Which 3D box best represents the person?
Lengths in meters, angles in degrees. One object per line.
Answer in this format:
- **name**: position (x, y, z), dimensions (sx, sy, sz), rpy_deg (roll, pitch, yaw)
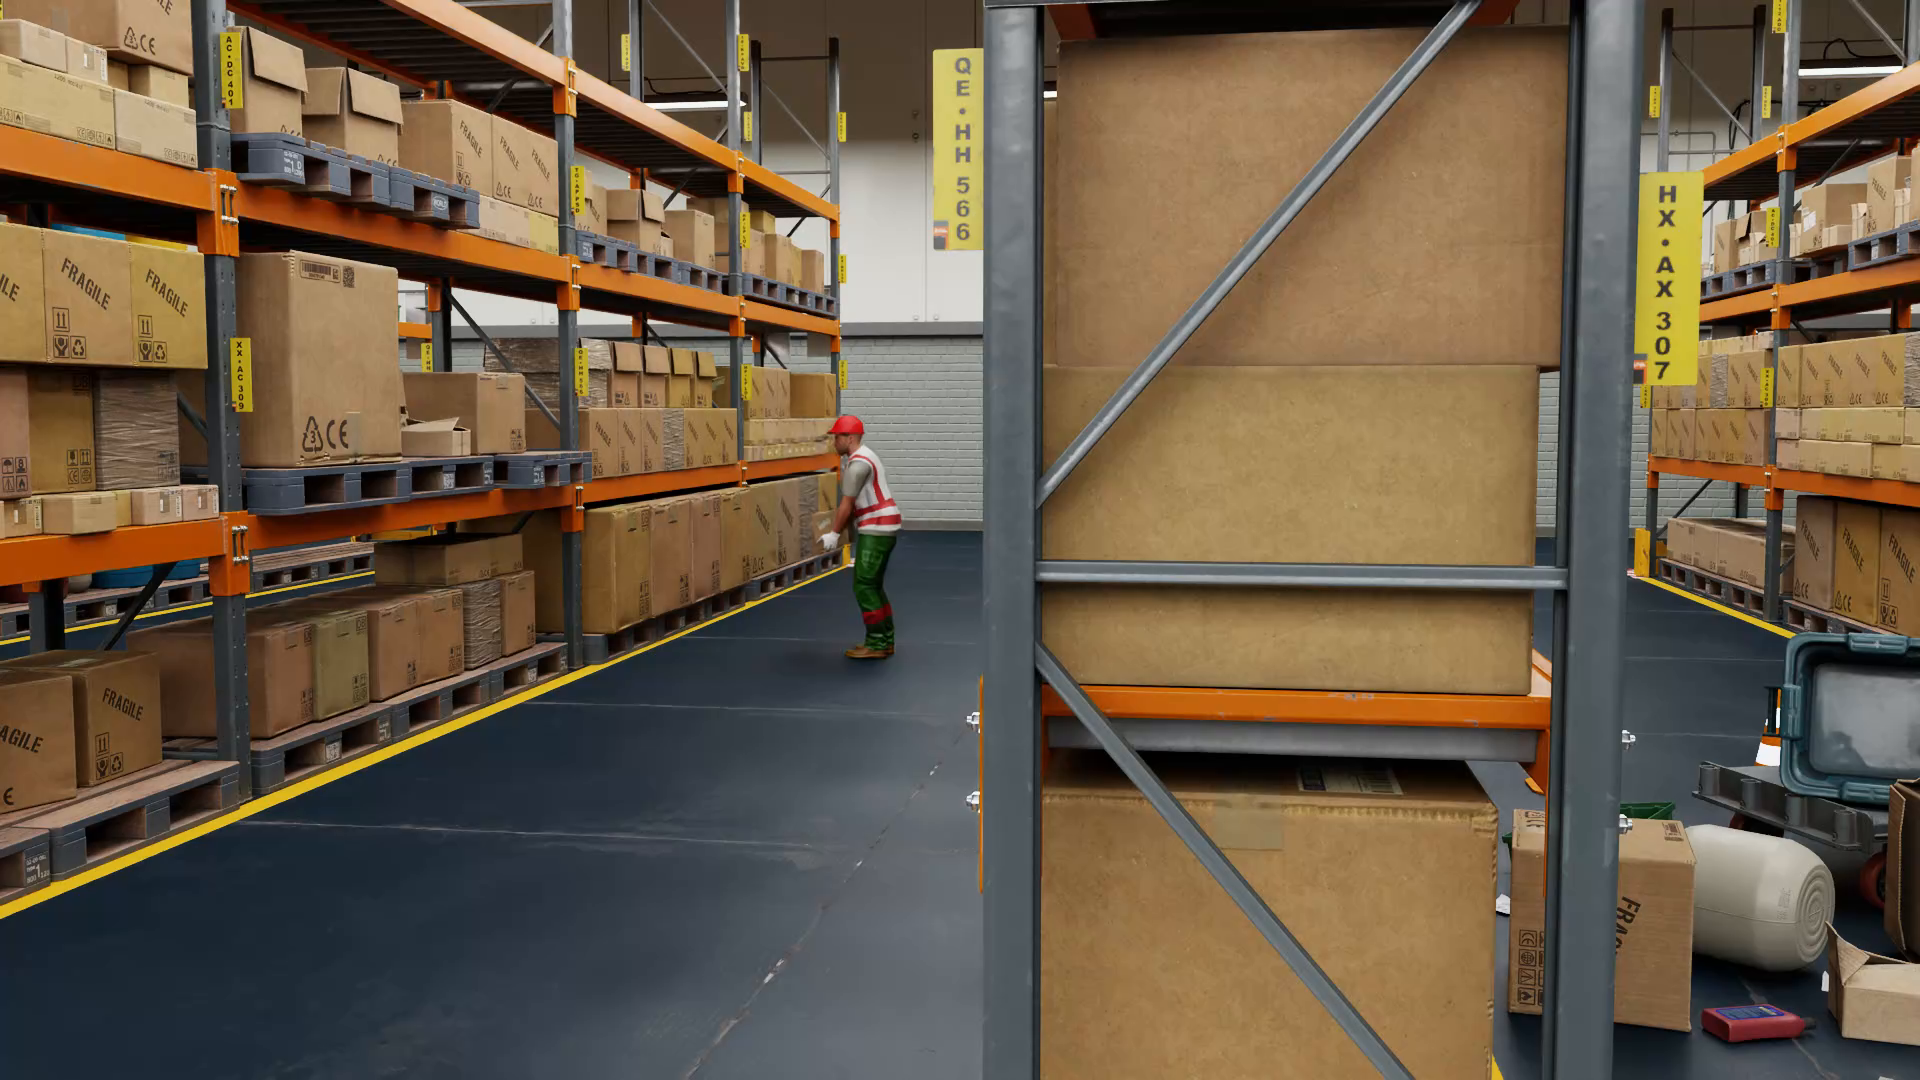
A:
- **person**: position (-0.724, -0.026, 12.037), dimensions (0.592, 1.745, 0.488), rpy_deg (1, 4, 8)
